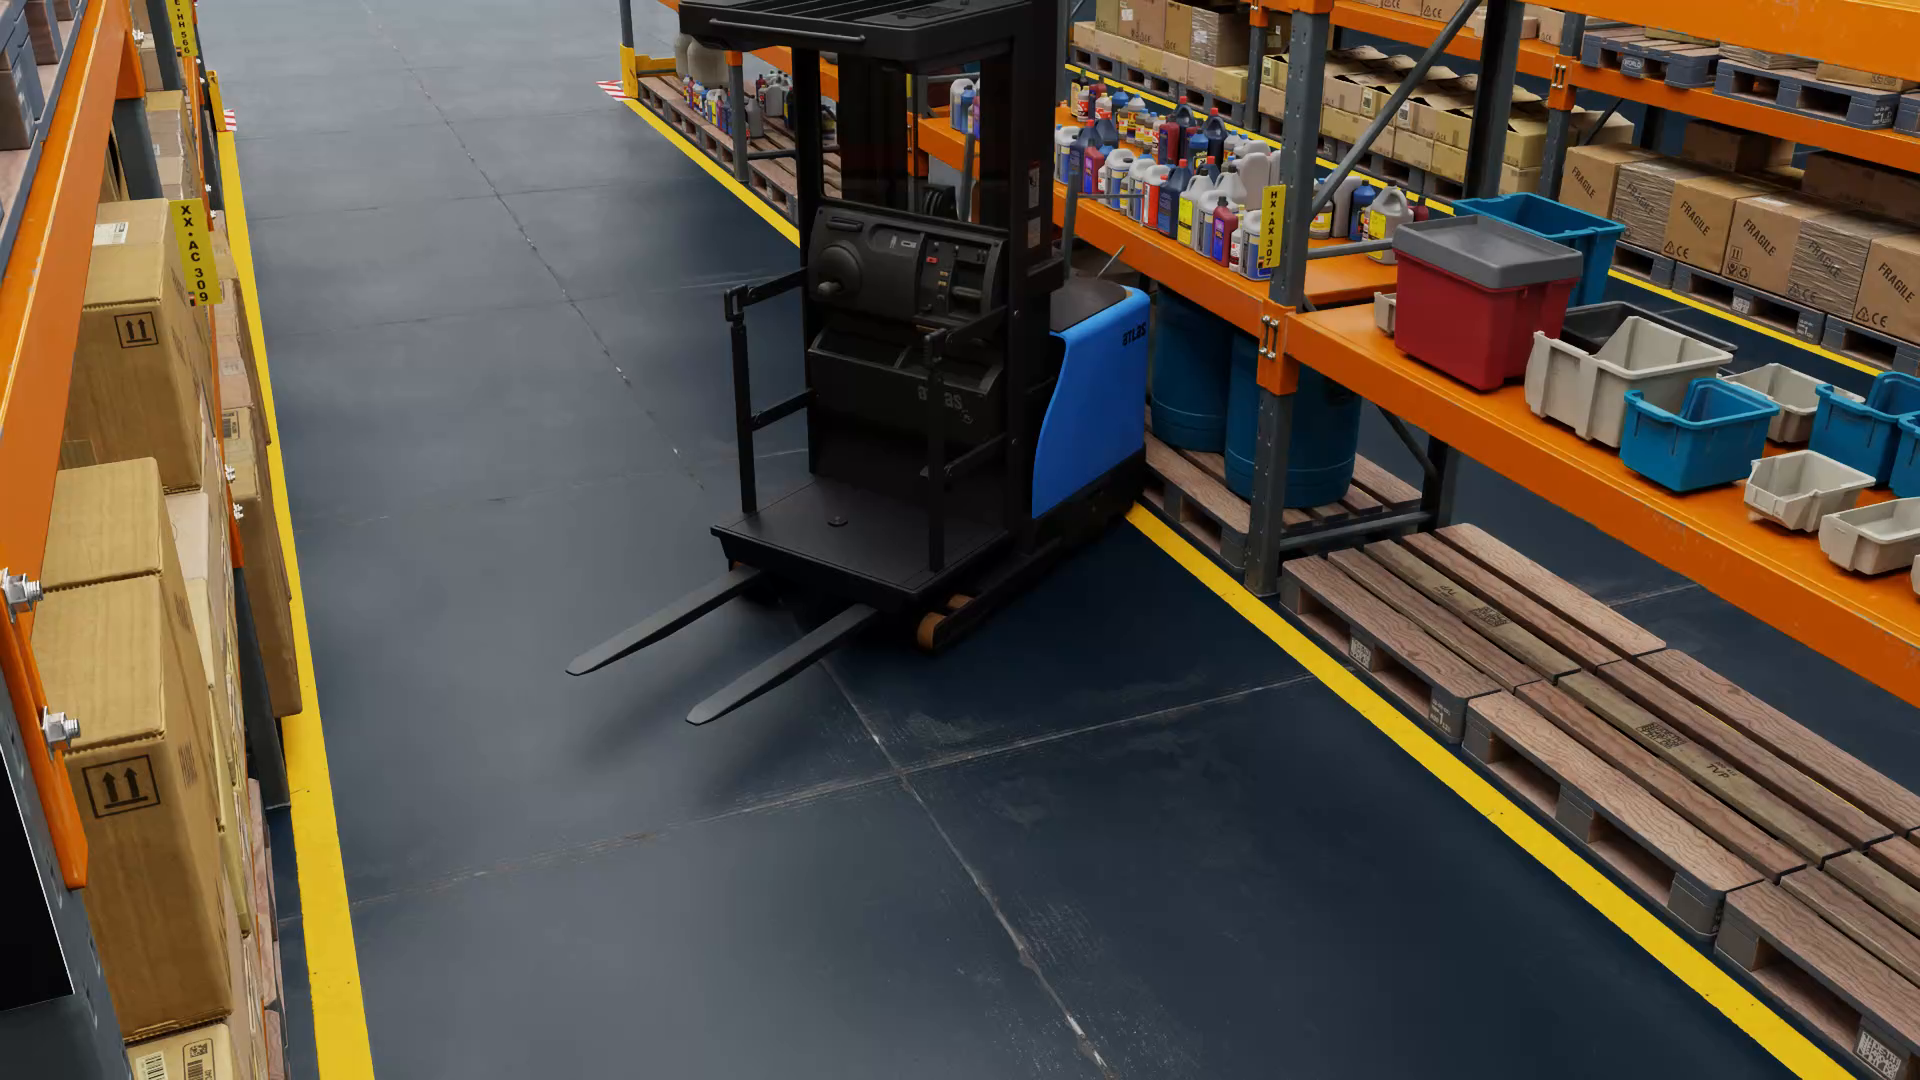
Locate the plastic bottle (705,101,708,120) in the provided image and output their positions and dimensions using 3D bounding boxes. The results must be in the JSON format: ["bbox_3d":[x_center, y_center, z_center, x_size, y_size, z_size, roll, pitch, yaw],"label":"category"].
[{"bbox_3d":[-2.252,-3.896,15.000,0.097,0.201,0.097,0,26,0],"label":"plastic bottle"}]

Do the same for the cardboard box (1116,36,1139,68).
[{"bbox_3d":[1.991,-5.188,17.613,0.500,0.250,0.500,-11,28,-21],"label":"cardboard box"}]

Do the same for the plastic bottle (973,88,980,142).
[{"bbox_3d":[0.123,-2.391,9.360,0.061,0.283,0.133,-11,28,-21],"label":"plastic bottle"}]

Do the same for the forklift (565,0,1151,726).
[{"bbox_3d":[-0.352,-1.091,6.645,1.130,2.935,3.031,17,31,31],"label":"forklift"}]

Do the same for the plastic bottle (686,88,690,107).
[{"bbox_3d":[-2.505,-4.156,15.532,0.097,0.201,0.097,0,26,0],"label":"plastic bottle"}]

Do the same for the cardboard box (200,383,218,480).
[{"bbox_3d":[-2.412,-0.281,4.739,0.500,0.250,0.500,-11,28,-22],"label":"cardboard box"}]

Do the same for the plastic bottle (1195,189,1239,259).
[{"bbox_3d":[1.136,-1.394,7.328,0.152,0.276,0.135,-11,28,-21],"label":"plastic bottle"}]

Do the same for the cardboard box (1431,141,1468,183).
[{"bbox_3d":[4.088,-2.994,13.120,0.500,0.250,0.500,-11,28,-21],"label":"cardboard box"}]

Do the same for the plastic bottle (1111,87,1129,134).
[{"bbox_3d":[0.910,-2.445,9.485,0.097,0.271,0.097,0,26,0],"label":"plastic bottle"}]

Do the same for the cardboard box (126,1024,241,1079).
[{"bbox_3d":[-1.200,0.960,2.196,0.500,0.250,0.500,-11,28,-22],"label":"cardboard box"}]

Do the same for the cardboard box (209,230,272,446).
[{"bbox_3d":[-4.142,-0.915,8.147,1.225,0.875,0.875,-12,28,-23],"label":"cardboard box"}]

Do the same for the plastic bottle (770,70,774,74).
[{"bbox_3d":[-1.783,-4.310,15.754,0.061,0.283,0.133,-10,28,-19],"label":"plastic bottle"}]

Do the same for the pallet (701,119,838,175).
[{"bbox_3d":[-1.627,-3.454,14.583,1.003,0.211,1.213,-11,28,-21],"label":"pallet"}]

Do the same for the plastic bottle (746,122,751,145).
[{"bbox_3d":[-1.831,-3.462,14.109,0.097,0.201,0.097,0,26,0],"label":"plastic bottle"}]

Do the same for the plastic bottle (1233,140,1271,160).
[{"bbox_3d":[1.447,-1.863,8.288,0.152,0.276,0.135,-11,28,-21],"label":"plastic bottle"}]

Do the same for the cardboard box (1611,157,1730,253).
[{"bbox_3d":[4.849,-2.295,11.378,0.500,0.500,0.500,-12,28,-22],"label":"cardboard box"}]

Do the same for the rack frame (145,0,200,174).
[{"bbox_3d":[-4.393,-1.963,8.351,1.000,3.000,0.127,-11,28,-21],"label":"rack frame"}]

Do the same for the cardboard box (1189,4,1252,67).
[{"bbox_3d":[2.589,-4.922,16.212,0.500,0.500,0.500,-11,28,-21],"label":"cardboard box"}]

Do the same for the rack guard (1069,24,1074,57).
[{"bbox_3d":[1.581,-5.779,19.017,1.175,0.500,0.348,-11,28,-21],"label":"rack guard"}]

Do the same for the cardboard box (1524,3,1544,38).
[{"bbox_3d":[4.552,-4.018,12.662,0.500,0.311,0.500,-11,28,-21],"label":"cardboard box"}]

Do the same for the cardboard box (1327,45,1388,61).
[{"bbox_3d":[3.580,-4.369,15.296,0.500,0.311,0.500,-11,28,-21],"label":"cardboard box"}]

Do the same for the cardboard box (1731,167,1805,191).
[{"bbox_3d":[5.508,-2.192,11.167,0.500,0.500,0.500,-12,28,-22],"label":"cardboard box"}]

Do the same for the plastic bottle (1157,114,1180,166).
[{"bbox_3d":[1.103,-2.111,8.787,0.061,0.283,0.133,-11,28,-21],"label":"plastic bottle"}]

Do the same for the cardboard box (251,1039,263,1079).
[{"bbox_3d":[-1.298,0.973,2.625,0.380,0.149,0.250,-11,28,-22],"label":"cardboard box"}]

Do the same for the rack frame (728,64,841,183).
[{"bbox_3d":[-1.402,-4.429,13.402,1.000,3.000,0.127,-11,28,-21],"label":"rack frame"}]

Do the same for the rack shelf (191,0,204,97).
[{"bbox_3d":[-6.743,-4.062,13.470,1.077,0.370,4.000,-11,28,-21],"label":"rack shelf"}]

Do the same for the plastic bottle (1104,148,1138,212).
[{"bbox_3d":[0.795,-1.746,8.048,0.152,0.276,0.135,-11,28,-21],"label":"plastic bottle"}]

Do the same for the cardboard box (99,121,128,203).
[{"bbox_3d":[-3.084,-1.100,5.327,0.797,0.503,0.637,-11,28,-22],"label":"cardboard box"}]

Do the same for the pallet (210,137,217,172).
[{"bbox_3d":[-6.737,-3.083,13.824,1.003,0.211,1.213,-11,28,-21],"label":"pallet"}]

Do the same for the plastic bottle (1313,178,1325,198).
[{"bbox_3d":[1.699,-1.601,7.836,0.097,0.201,0.097,0,26,0],"label":"plastic bottle"}]

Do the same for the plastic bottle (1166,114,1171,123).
[{"bbox_3d":[1.163,-2.210,8.990,0.061,0.283,0.133,-11,28,-21],"label":"plastic bottle"}]

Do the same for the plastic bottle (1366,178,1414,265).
[{"bbox_3d":[1.875,-1.391,7.236,0.144,0.351,0.185,-11,28,-21],"label":"plastic bottle"}]

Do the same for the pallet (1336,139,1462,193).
[{"bbox_3d":[3.963,-3.241,14.148,1.003,0.211,1.213,-11,28,-21],"label":"pallet"}]

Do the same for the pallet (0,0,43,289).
[{"bbox_3d":[-1.560,-0.339,1.708,1.003,0.211,1.213,-11,28,-21],"label":"pallet"}]

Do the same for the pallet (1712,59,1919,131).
[{"bbox_3d":[5.489,-2.793,10.270,1.003,0.211,1.213,-11,28,-21],"label":"pallet"}]

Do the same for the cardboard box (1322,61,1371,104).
[{"bbox_3d":[3.281,-4.071,14.685,0.500,0.311,0.500,-11,28,-21],"label":"cardboard box"}]

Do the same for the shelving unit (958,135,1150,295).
[{"bbox_3d":[0.427,-1.171,8.311,0.587,1.500,1.083,-7,25,-27],"label":"shelving unit"}]

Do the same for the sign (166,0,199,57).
[{"bbox_3d":[-3.883,-2.580,8.295,0.100,0.325,0.005,-11,28,-21],"label":"sign"}]

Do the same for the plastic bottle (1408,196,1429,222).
[{"bbox_3d":[1.980,-1.368,7.266,0.061,0.283,0.133,-11,28,-21],"label":"plastic bottle"}]

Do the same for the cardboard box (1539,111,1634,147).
[{"bbox_3d":[4.789,-3.130,12.759,0.500,0.311,0.500,-10,28,-19],"label":"cardboard box"}]

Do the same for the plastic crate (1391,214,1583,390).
[{"bbox_3d":[1.850,-0.851,5.933,0.402,0.464,0.583,-11,28,-21],"label":"plastic crate"}]

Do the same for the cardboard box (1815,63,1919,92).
[{"bbox_3d":[5.541,-2.985,9.852,0.700,0.500,0.500,-19,32,-33],"label":"cardboard box"}]

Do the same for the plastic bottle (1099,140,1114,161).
[{"bbox_3d":[0.728,-1.850,8.267,0.097,0.271,0.097,0,26,0],"label":"plastic bottle"}]

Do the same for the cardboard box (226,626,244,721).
[{"bbox_3d":[-1.902,0.350,3.900,0.380,0.149,0.250,-11,28,-21],"label":"cardboard box"}]

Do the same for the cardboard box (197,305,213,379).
[{"bbox_3d":[-2.974,-0.824,5.906,0.500,0.500,0.500,-11,28,-21],"label":"cardboard box"}]

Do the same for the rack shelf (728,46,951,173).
[{"bbox_3d":[-0.619,-3.298,11.906,1.077,0.370,4.000,-11,28,-21],"label":"rack shelf"}]

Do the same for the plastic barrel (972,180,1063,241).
[{"bbox_3d":[0.372,-1.833,10.080,0.600,0.830,0.708,-11,28,-21],"label":"plastic barrel"}]

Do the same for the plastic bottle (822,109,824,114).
[{"bbox_3d":[-1.203,-3.655,14.505,0.097,0.201,0.097,0,26,0],"label":"plastic bottle"}]

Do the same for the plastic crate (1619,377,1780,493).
[{"bbox_3d":[2.257,-0.321,5.111,0.416,0.233,0.300,-11,28,-21],"label":"plastic crate"}]
